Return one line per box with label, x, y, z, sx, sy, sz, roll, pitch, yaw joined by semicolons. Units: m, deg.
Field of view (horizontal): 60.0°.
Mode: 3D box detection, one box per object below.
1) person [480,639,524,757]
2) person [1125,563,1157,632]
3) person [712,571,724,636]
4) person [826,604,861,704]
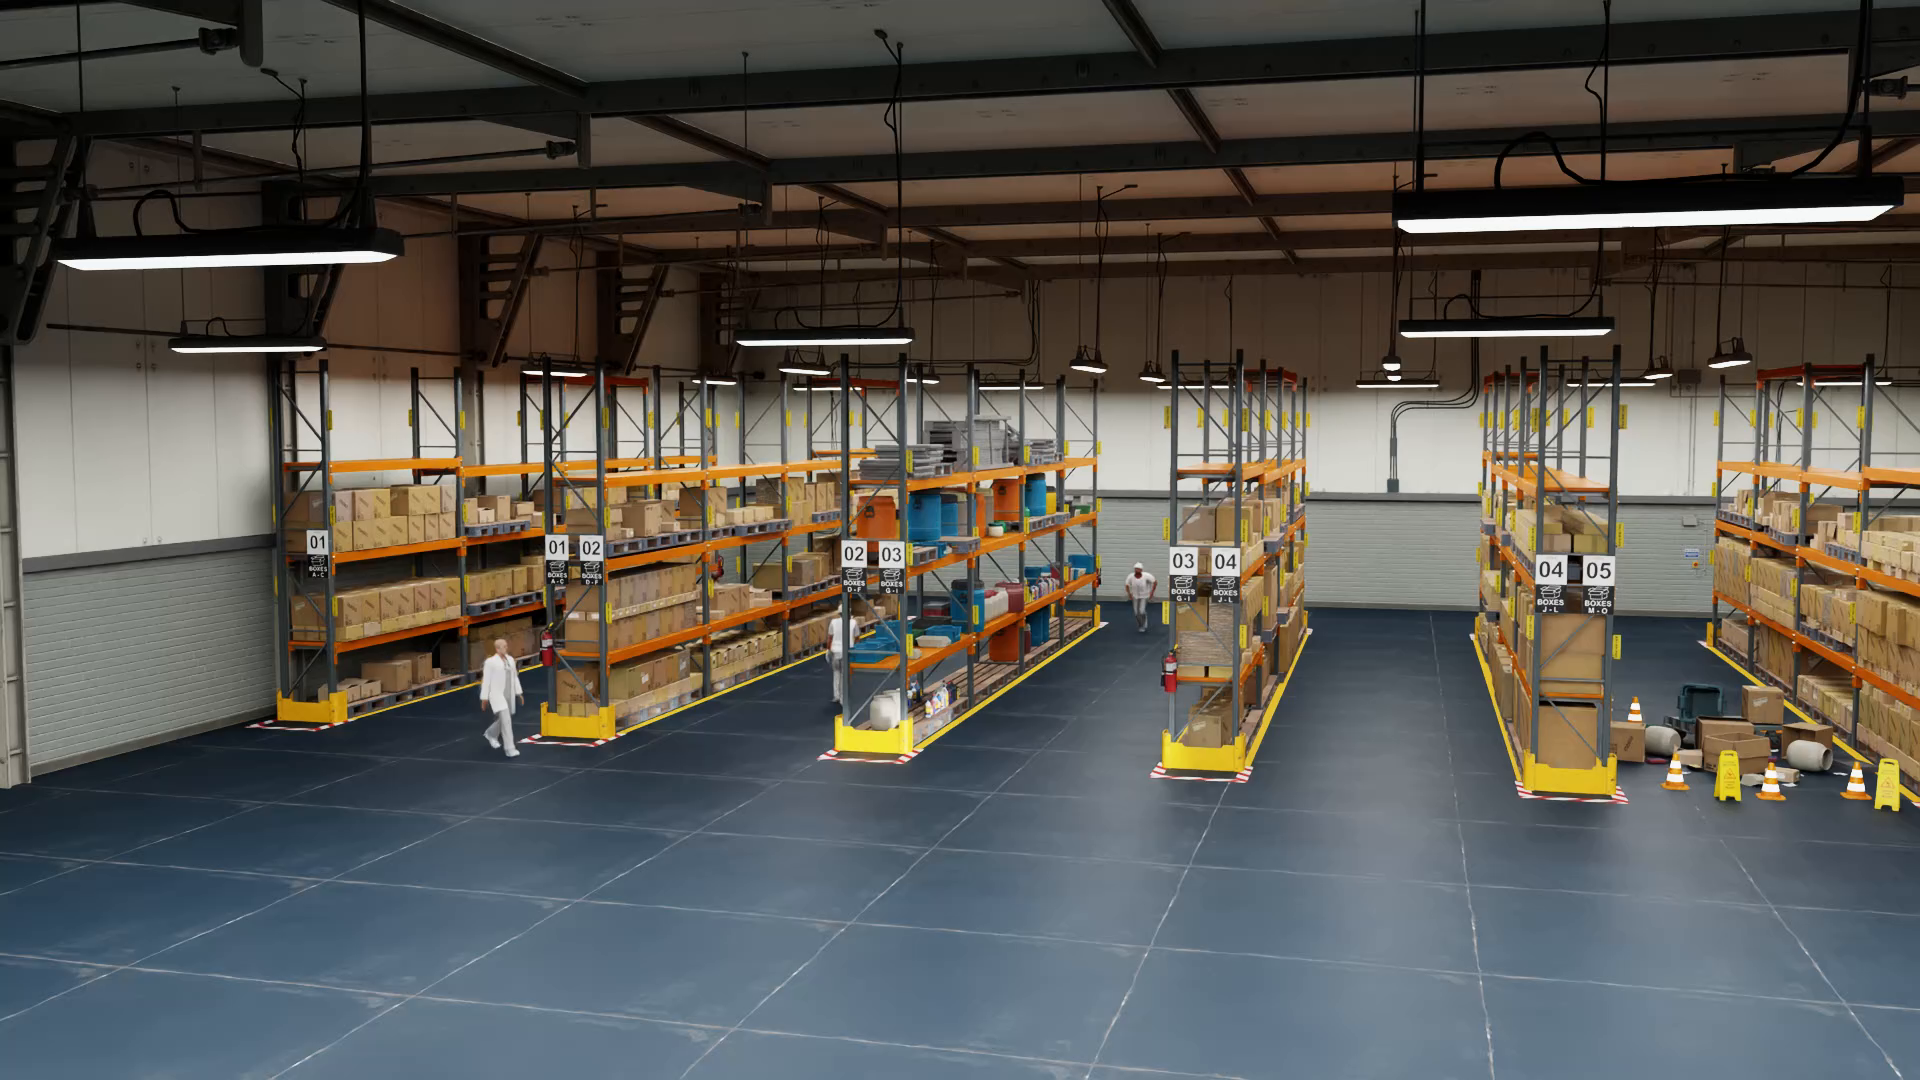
person;-6.865;2.335;24.847;1.070;1.736;0.653;4;6;42
person;4.274;1.349;39.253;0.734;1.666;0.699;2;4;23
person;-5.423;1.529;36.787;0.491;1.668;0.507;4;6;42
person;-2.060;2.018;29.388;0.602;1.819;0.556;0;4;4
